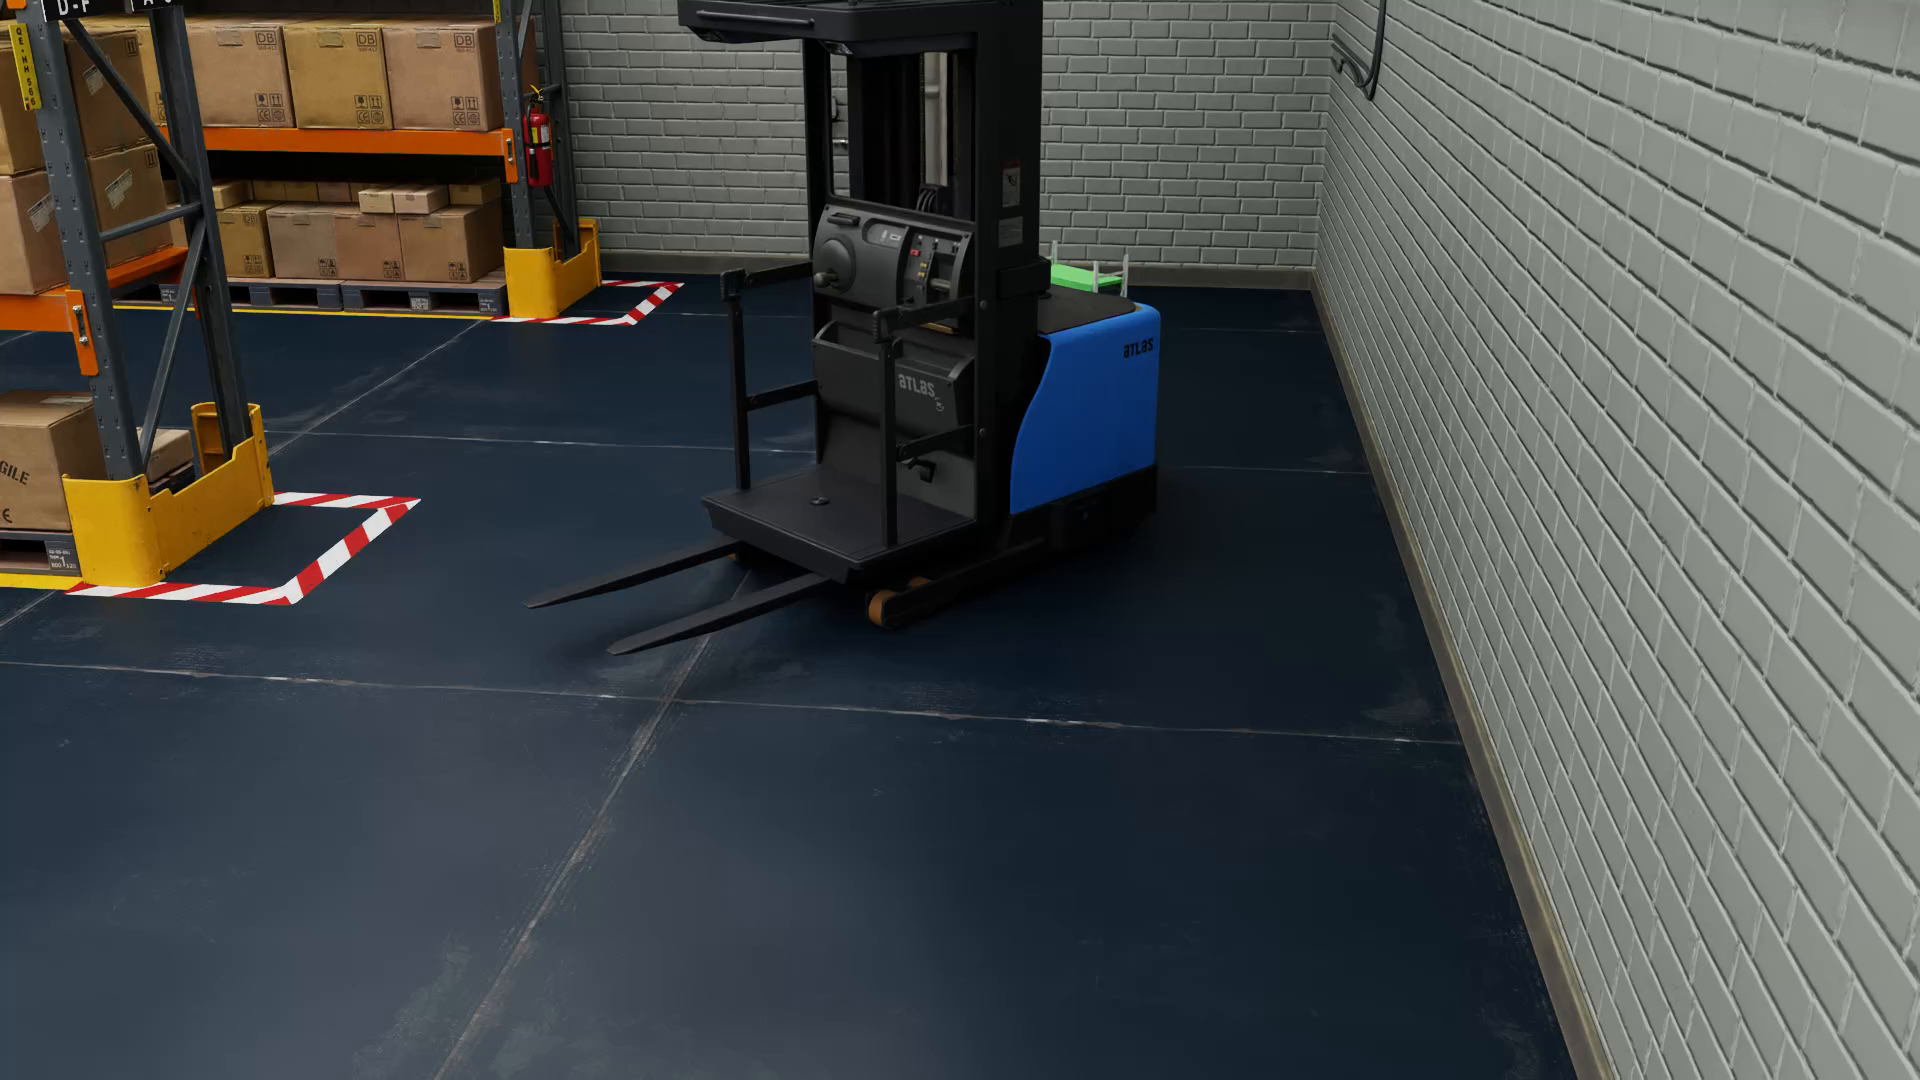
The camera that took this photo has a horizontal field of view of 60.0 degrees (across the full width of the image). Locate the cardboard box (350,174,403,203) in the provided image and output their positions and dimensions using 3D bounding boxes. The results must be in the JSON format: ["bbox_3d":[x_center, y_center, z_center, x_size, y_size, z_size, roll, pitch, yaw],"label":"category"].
[{"bbox_3d":[-4.361,-2.634,12.469,0.250,0.149,0.380,3,22,7],"label":"cardboard box"}]

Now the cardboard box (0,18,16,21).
[{"bbox_3d":[-7.450,-3.684,12.612,0.500,0.500,0.500,2,22,4],"label":"cardboard box"}]

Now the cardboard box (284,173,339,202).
[{"bbox_3d":[-4.869,-2.655,12.523,0.250,0.149,0.380,3,22,7],"label":"cardboard box"}]

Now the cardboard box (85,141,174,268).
[{"bbox_3d":[-4.039,-1.559,7.666,0.500,0.500,0.500,3,22,7],"label":"cardboard box"}]

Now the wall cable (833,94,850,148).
[{"bbox_3d":[-1.668,-3.968,12.514,1.851,1.984,0.084,2,22,6],"label":"wall cable"}]

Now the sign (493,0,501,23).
[{"bbox_3d":[-3.128,-3.656,11.212,0.005,0.325,0.100,2,22,6],"label":"sign"}]

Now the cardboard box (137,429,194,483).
[{"bbox_3d":[-4.005,-0.419,8.199,0.250,0.149,0.380,2,22,6],"label":"cardboard box"}]

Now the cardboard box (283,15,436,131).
[{"bbox_3d":[-4.282,-3.391,12.028,0.700,0.700,0.980,2,22,6],"label":"cardboard box"}]

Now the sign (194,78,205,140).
[{"bbox_3d":[-3.566,-1.997,7.734,0.005,0.325,0.100,2,22,6],"label":"sign"}]

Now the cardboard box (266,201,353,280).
[{"bbox_3d":[-4.754,-2.275,12.443,0.500,0.500,0.700,2,22,5],"label":"cardboard box"}]

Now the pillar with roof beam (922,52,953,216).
[{"bbox_3d":[-0.774,-4.622,7.392,0.400,9.000,9.100,2,22,6],"label":"pillar with roof beam"}]

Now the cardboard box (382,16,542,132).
[{"bbox_3d":[-3.558,-3.363,11.959,0.700,0.700,0.980,3,22,9],"label":"cardboard box"}]

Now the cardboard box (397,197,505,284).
[{"bbox_3d":[-3.757,-2.232,12.334,0.500,0.500,0.700,2,22,6],"label":"cardboard box"}]

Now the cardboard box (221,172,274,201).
[{"bbox_3d":[-5.377,-2.677,12.579,0.250,0.149,0.380,3,22,7],"label":"cardboard box"}]

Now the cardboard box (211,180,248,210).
[{"bbox_3d":[-5.455,-2.539,12.229,0.250,0.149,0.380,2,22,5],"label":"cardboard box"}]

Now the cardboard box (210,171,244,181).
[{"bbox_3d":[-5.628,-2.689,12.607,0.250,0.149,0.380,2,22,5],"label":"cardboard box"}]

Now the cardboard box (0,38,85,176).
[{"bbox_3d":[-4.104,-1.827,6.985,0.500,0.500,0.500,2,22,6],"label":"cardboard box"}]

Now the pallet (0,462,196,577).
[{"bbox_3d":[-4.497,-0.137,8.000,1.213,0.211,1.003,2,22,6],"label":"pallet"}]

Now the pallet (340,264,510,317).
[{"bbox_3d":[-3.854,-1.915,12.496,1.213,0.211,1.003,2,22,6],"label":"pallet"}]

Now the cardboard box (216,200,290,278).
[{"bbox_3d":[-5.284,-2.296,12.495,0.500,0.500,0.700,3,22,8],"label":"cardboard box"}]

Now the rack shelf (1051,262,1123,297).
[{"bbox_3d":[0.577,-1.282,8.415,0.258,0.148,0.480,-18,28,-40],"label":"rack shelf"}]

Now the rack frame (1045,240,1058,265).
[{"bbox_3d":[0.407,-0.959,8.731,0.240,1.200,0.015,-18,28,-40],"label":"rack frame"}]

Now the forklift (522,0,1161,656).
[{"bbox_3d":[-0.449,-1.202,6.993,3.031,2.935,1.130,-20,29,-41],"label":"forklift"}]

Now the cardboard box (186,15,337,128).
[{"bbox_3d":[-5.038,-3.427,12.120,0.700,0.700,0.980,1,22,4],"label":"cardboard box"}]

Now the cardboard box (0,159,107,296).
[{"bbox_3d":[-4.107,-1.363,7.172,0.500,0.500,0.500,3,22,8],"label":"cardboard box"}]

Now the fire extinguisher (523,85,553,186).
[{"bbox_3d":[-2.955,-2.821,11.608,0.183,0.674,0.296,2,22,6],"label":"fire extinguisher"}]

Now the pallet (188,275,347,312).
[{"bbox_3d":[-5.062,-1.968,12.631,1.213,0.211,1.003,2,22,6],"label":"pallet"}]

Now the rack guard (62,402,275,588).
[{"bbox_3d":[-3.705,-0.237,7.860,0.348,0.500,1.175,2,22,6],"label":"rack guard"}]

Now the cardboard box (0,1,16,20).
[{"bbox_3d":[-7.449,-4.036,12.482,0.500,0.250,0.500,3,22,8],"label":"cardboard box"}]

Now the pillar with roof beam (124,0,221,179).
[{"bbox_3d":[-6.732,-4.882,8.049,0.400,9.000,9.100,2,22,6],"label":"pillar with roof beam"}]

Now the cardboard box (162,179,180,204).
[{"bbox_3d":[-5.974,-2.562,12.286,0.250,0.149,0.380,3,22,8],"label":"cardboard box"}]

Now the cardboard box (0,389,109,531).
[{"bbox_3d":[-4.199,-0.372,7.603,0.500,0.500,0.500,2,22,6],"label":"cardboard box"}]

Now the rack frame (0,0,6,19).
[{"bbox_3d":[-7.023,-3.378,12.405,0.127,3.000,1.000,2,22,6],"label":"rack frame"}]

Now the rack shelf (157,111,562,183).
[{"bbox_3d":[-5.037,-2.957,12.319,4.000,0.370,1.077,2,22,6],"label":"rack shelf"}]

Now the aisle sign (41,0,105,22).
[{"bbox_3d":[-3.598,-2.491,6.624,0.004,0.787,0.394,2,22,6],"label":"aisle sign"}]

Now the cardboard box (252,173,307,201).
[{"bbox_3d":[-5.120,-2.667,12.551,0.250,0.149,0.380,2,22,5],"label":"cardboard box"}]

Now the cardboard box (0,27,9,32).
[{"bbox_3d":[-4.559,-2.043,7.533,0.500,0.500,0.500,3,22,7],"label":"cardboard box"}]

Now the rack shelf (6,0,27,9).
[{"bbox_3d":[-5.616,-2.544,7.192,4.000,0.370,1.077,2,22,6],"label":"rack shelf"}]

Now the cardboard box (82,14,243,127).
[{"bbox_3d":[-5.762,-3.455,12.191,0.700,0.700,0.980,2,22,5],"label":"cardboard box"}]

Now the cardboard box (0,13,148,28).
[{"bbox_3d":[-6.486,-3.488,12.276,0.700,0.700,0.980,3,22,7],"label":"cardboard box"}]

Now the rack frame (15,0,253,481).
[{"bbox_3d":[-3.630,-1.397,7.393,0.127,3.000,1.000,2,22,6],"label":"rack frame"}]

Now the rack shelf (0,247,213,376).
[{"bbox_3d":[-5.616,-1.149,7.744,4.000,0.370,1.077,2,22,6],"label":"rack shelf"}]

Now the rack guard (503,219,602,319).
[{"bbox_3d":[-3.027,-2.042,12.425,0.348,0.500,1.175,2,22,6],"label":"rack guard"}]

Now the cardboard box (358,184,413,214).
[{"bbox_3d":[-4.160,-2.483,12.088,0.250,0.149,0.380,3,22,8],"label":"cardboard box"}]

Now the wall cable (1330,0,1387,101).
[{"bbox_3d":[2.524,-4.176,10.487,0.112,2.526,3.097,2,22,6],"label":"wall cable"}]

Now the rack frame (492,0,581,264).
[{"bbox_3d":[-3.051,-3.205,11.968,0.127,3.000,1.000,2,22,6],"label":"rack frame"}]

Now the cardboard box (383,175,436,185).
[{"bbox_3d":[-4.113,-2.623,12.441,0.250,0.149,0.380,3,22,6],"label":"cardboard box"}]

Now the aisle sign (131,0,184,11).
[{"bbox_3d":[-3.527,-2.710,7.178,0.004,0.787,0.394,2,22,6],"label":"aisle sign"}]

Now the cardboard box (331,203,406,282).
[{"bbox_3d":[-4.254,-2.254,12.389,0.500,0.500,0.700,2,22,6],"label":"cardboard box"}]

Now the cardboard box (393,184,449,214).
[{"bbox_3d":[-3.906,-2.473,12.061,0.250,0.149,0.380,2,22,6],"label":"cardboard box"}]

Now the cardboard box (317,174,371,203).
[{"bbox_3d":[-4.614,-2.645,12.496,0.250,0.149,0.380,3,22,7],"label":"cardboard box"}]

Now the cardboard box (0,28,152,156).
[{"bbox_3d":[-4.039,-2.024,7.482,0.500,0.500,0.500,3,22,8],"label":"cardboard box"}]

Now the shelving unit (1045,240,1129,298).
[{"bbox_3d":[0.574,-0.894,8.565,0.258,1.200,0.503,-18,28,-40],"label":"shelving unit"}]

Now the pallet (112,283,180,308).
[{"bbox_3d":[-6.277,-2.020,12.763,1.213,0.211,1.003,2,22,6],"label":"pallet"}]

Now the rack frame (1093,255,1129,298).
[{"bbox_3d":[0.741,-0.828,8.400,0.240,1.200,0.015,-18,28,-40],"label":"rack frame"}]

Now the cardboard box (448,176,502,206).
[{"bbox_3d":[-3.610,-2.601,12.386,0.250,0.149,0.380,3,22,7],"label":"cardboard box"}]

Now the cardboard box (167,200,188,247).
[{"bbox_3d":[-5.794,-2.319,12.553,0.500,0.500,0.700,2,22,6],"label":"cardboard box"}]

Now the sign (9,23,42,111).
[{"bbox_3d":[-3.715,-1.880,6.611,0.005,0.325,0.100,2,22,6],"label":"sign"}]

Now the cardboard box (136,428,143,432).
[{"bbox_3d":[-4.253,-0.438,8.223,0.250,0.166,0.380,2,22,6],"label":"cardboard box"}]
